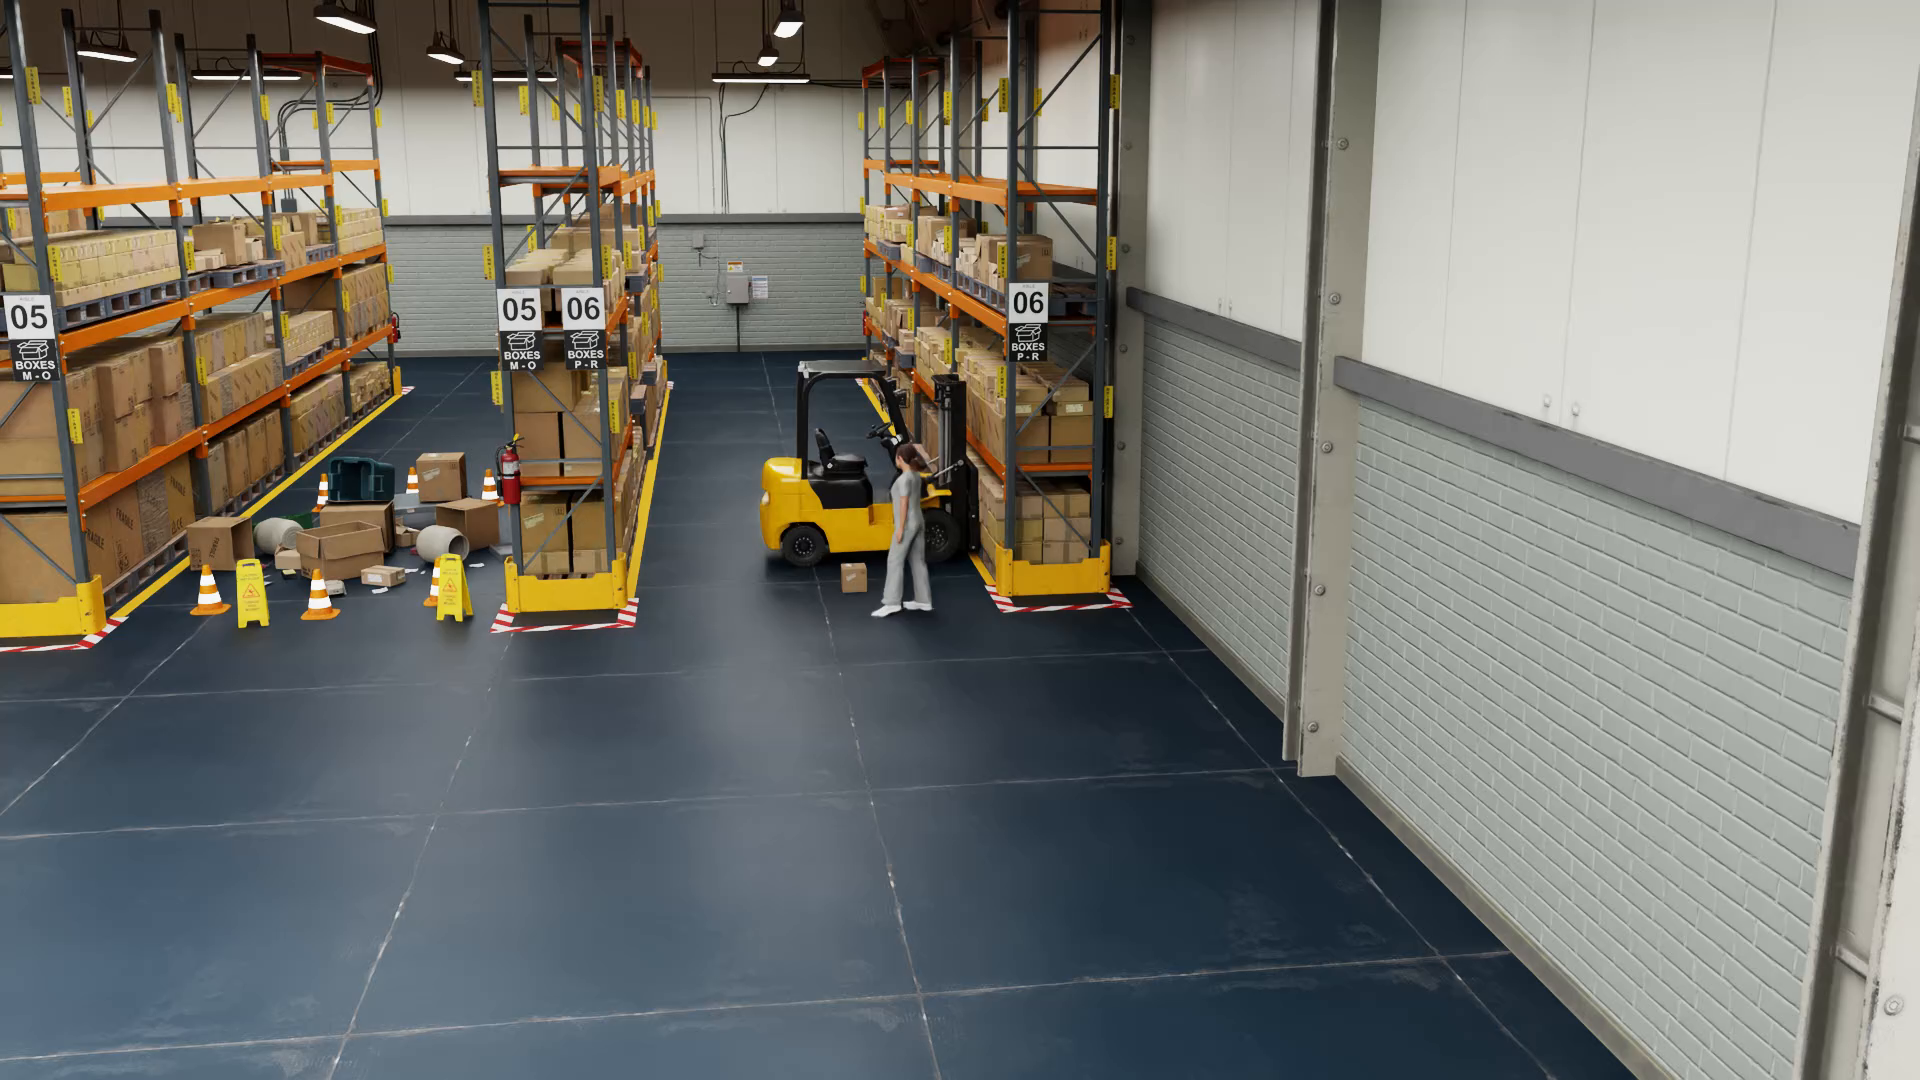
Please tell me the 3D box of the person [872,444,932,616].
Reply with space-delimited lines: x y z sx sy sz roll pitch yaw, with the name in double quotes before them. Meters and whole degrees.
"person" -0.540 -0.098 16.424 0.530 1.699 0.557 5 14 20
